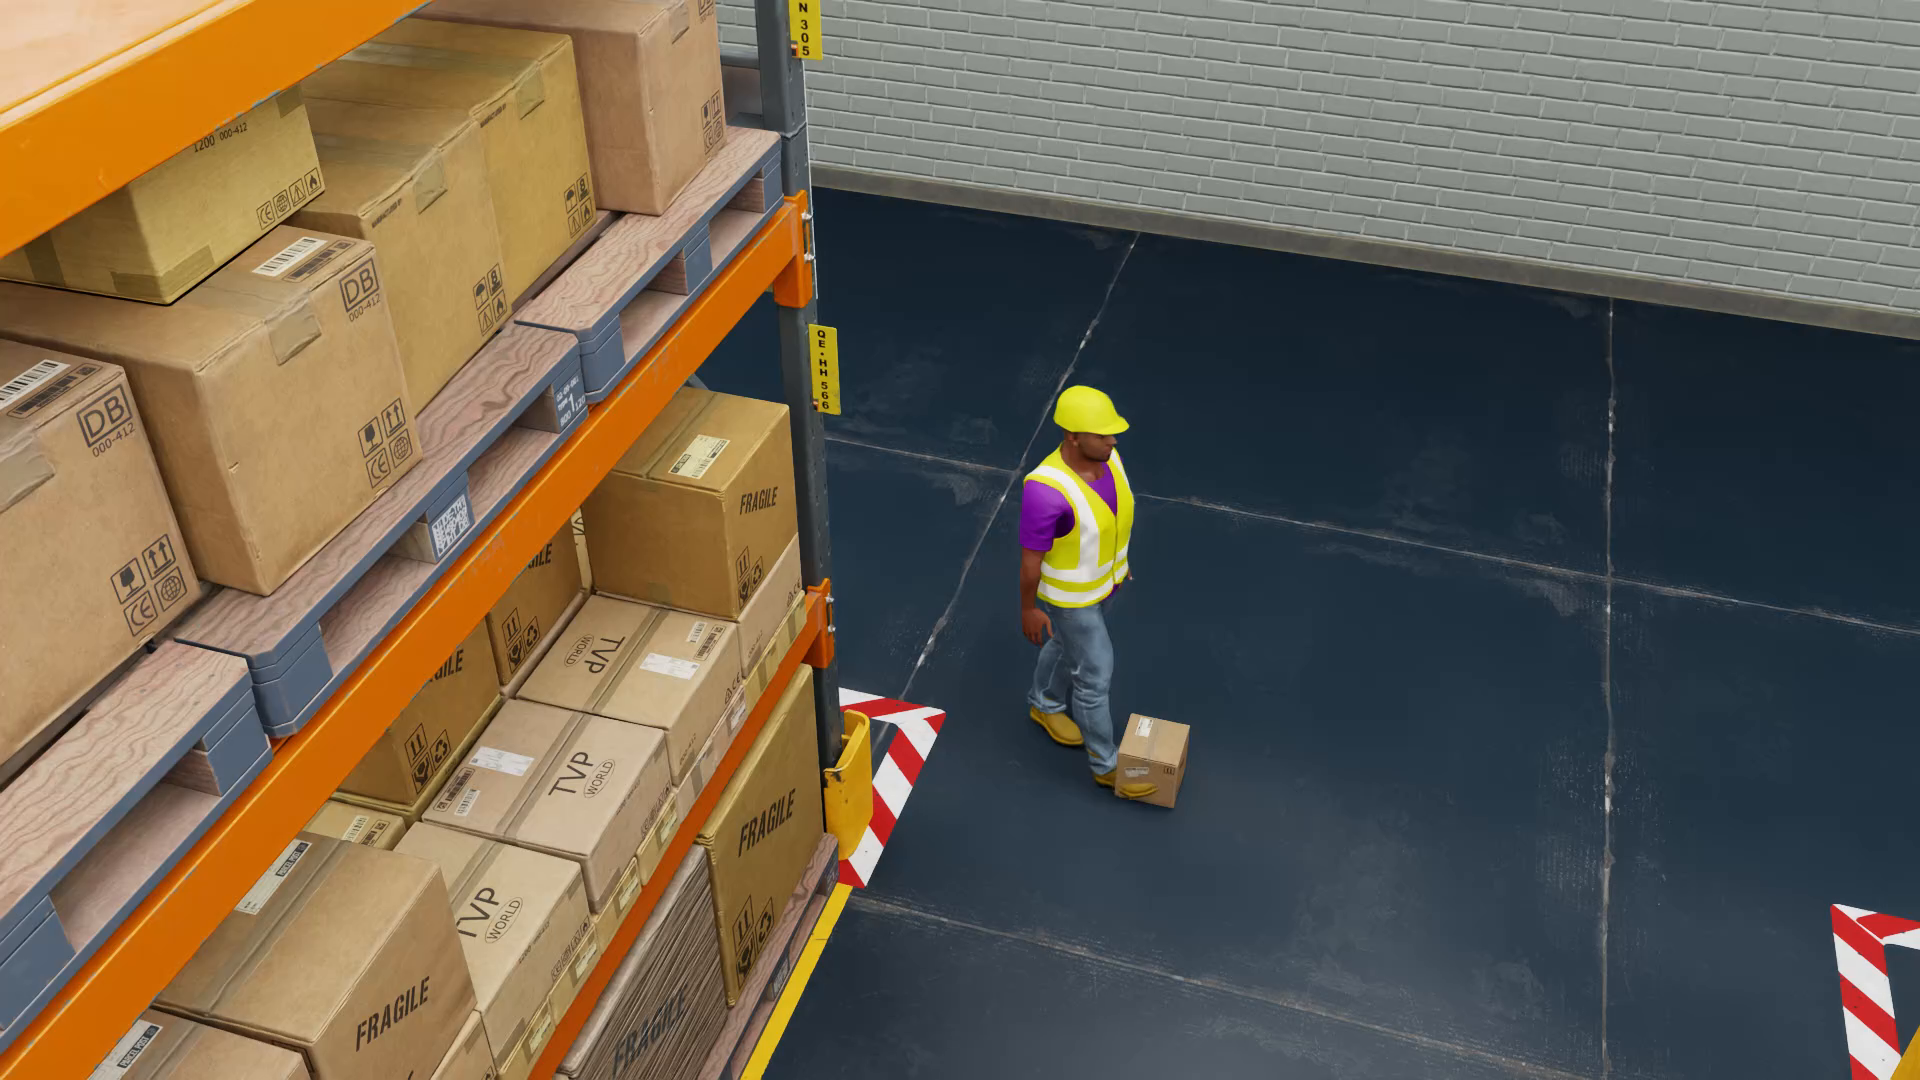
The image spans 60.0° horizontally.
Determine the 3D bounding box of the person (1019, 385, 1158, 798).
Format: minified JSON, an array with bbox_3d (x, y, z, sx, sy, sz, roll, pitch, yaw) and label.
[{"bbox_3d":[0.578,0.203,6.600,0.742,1.753,0.586,22,42,27],"label":"person"}]
